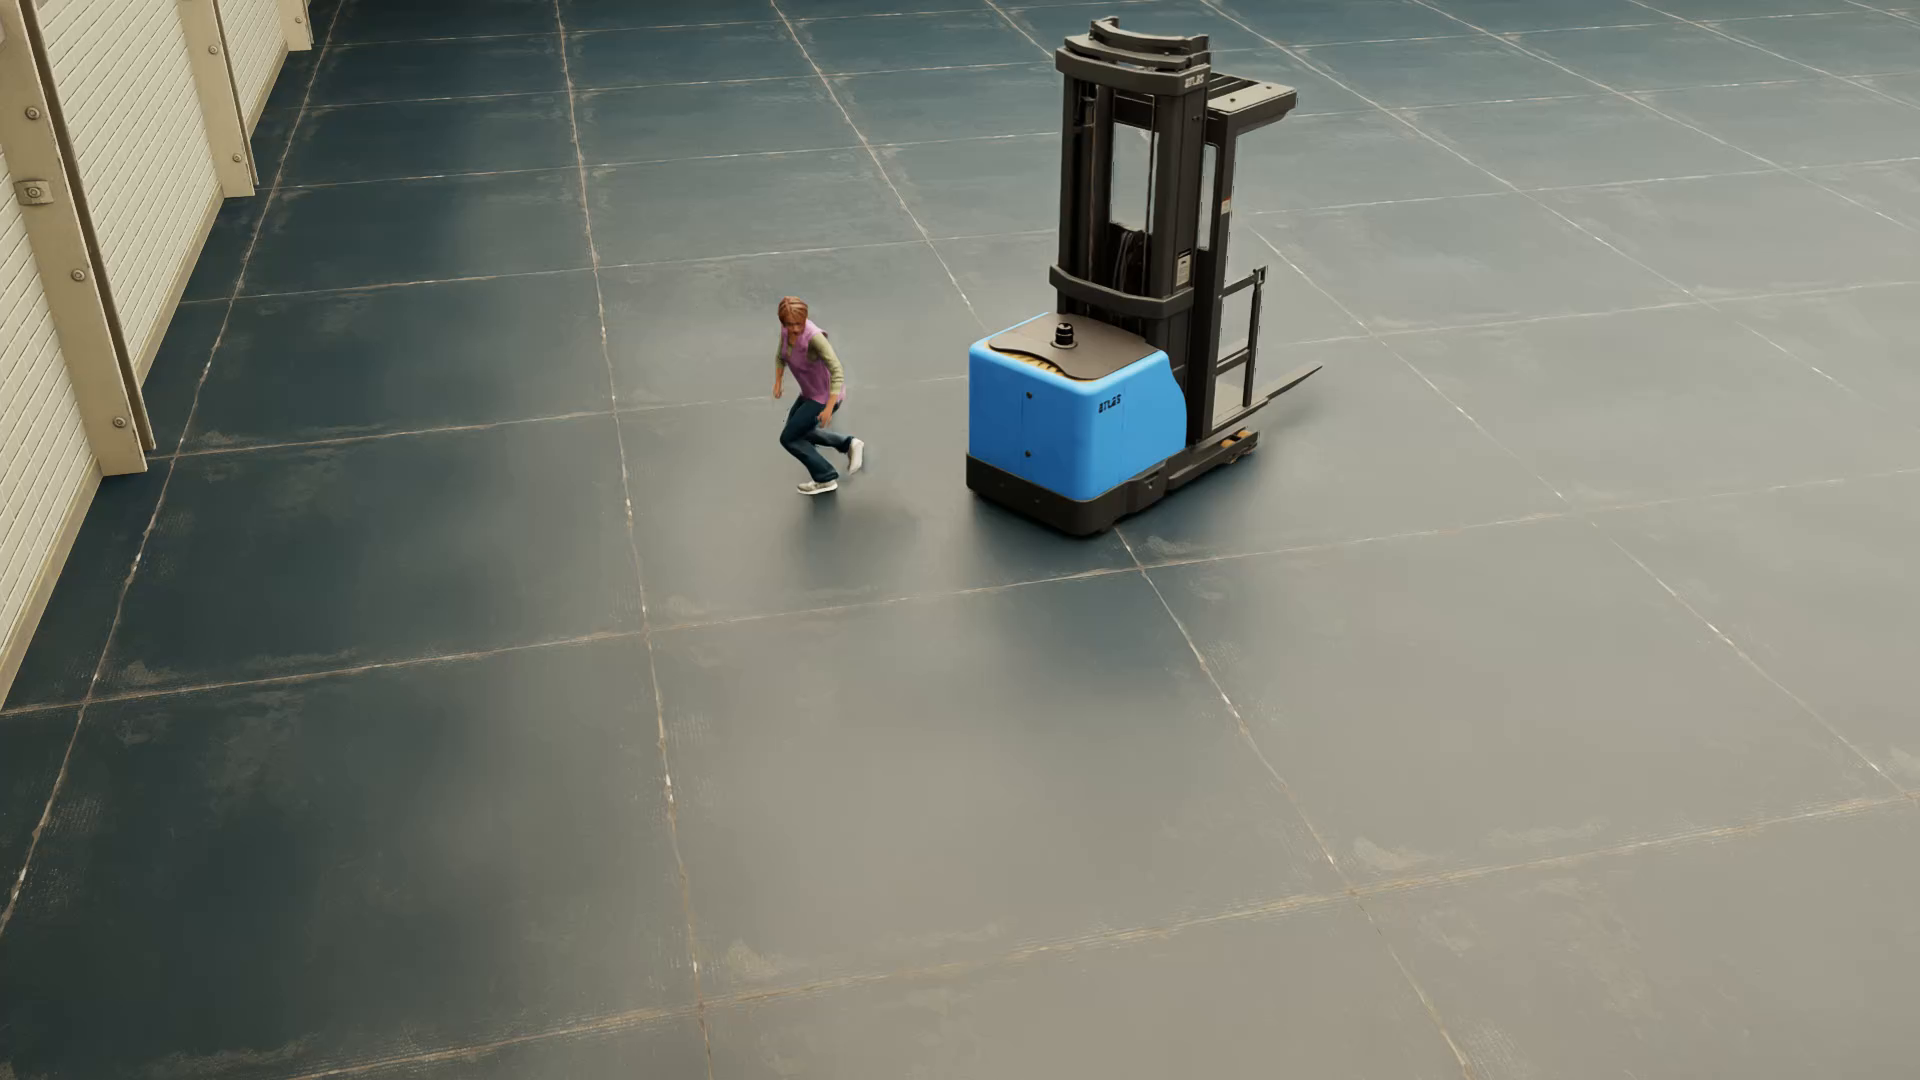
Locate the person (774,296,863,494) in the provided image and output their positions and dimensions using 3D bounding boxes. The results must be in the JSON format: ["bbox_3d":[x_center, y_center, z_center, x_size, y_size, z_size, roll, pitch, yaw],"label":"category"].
[{"bbox_3d":[-0.914,-0.959,10.802,0.583,1.391,0.692,-11,32,-19],"label":"person"}]

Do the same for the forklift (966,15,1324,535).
[{"bbox_3d":[1.416,-1.946,10.936,1.130,2.935,3.031,25,38,36],"label":"forklift"}]
